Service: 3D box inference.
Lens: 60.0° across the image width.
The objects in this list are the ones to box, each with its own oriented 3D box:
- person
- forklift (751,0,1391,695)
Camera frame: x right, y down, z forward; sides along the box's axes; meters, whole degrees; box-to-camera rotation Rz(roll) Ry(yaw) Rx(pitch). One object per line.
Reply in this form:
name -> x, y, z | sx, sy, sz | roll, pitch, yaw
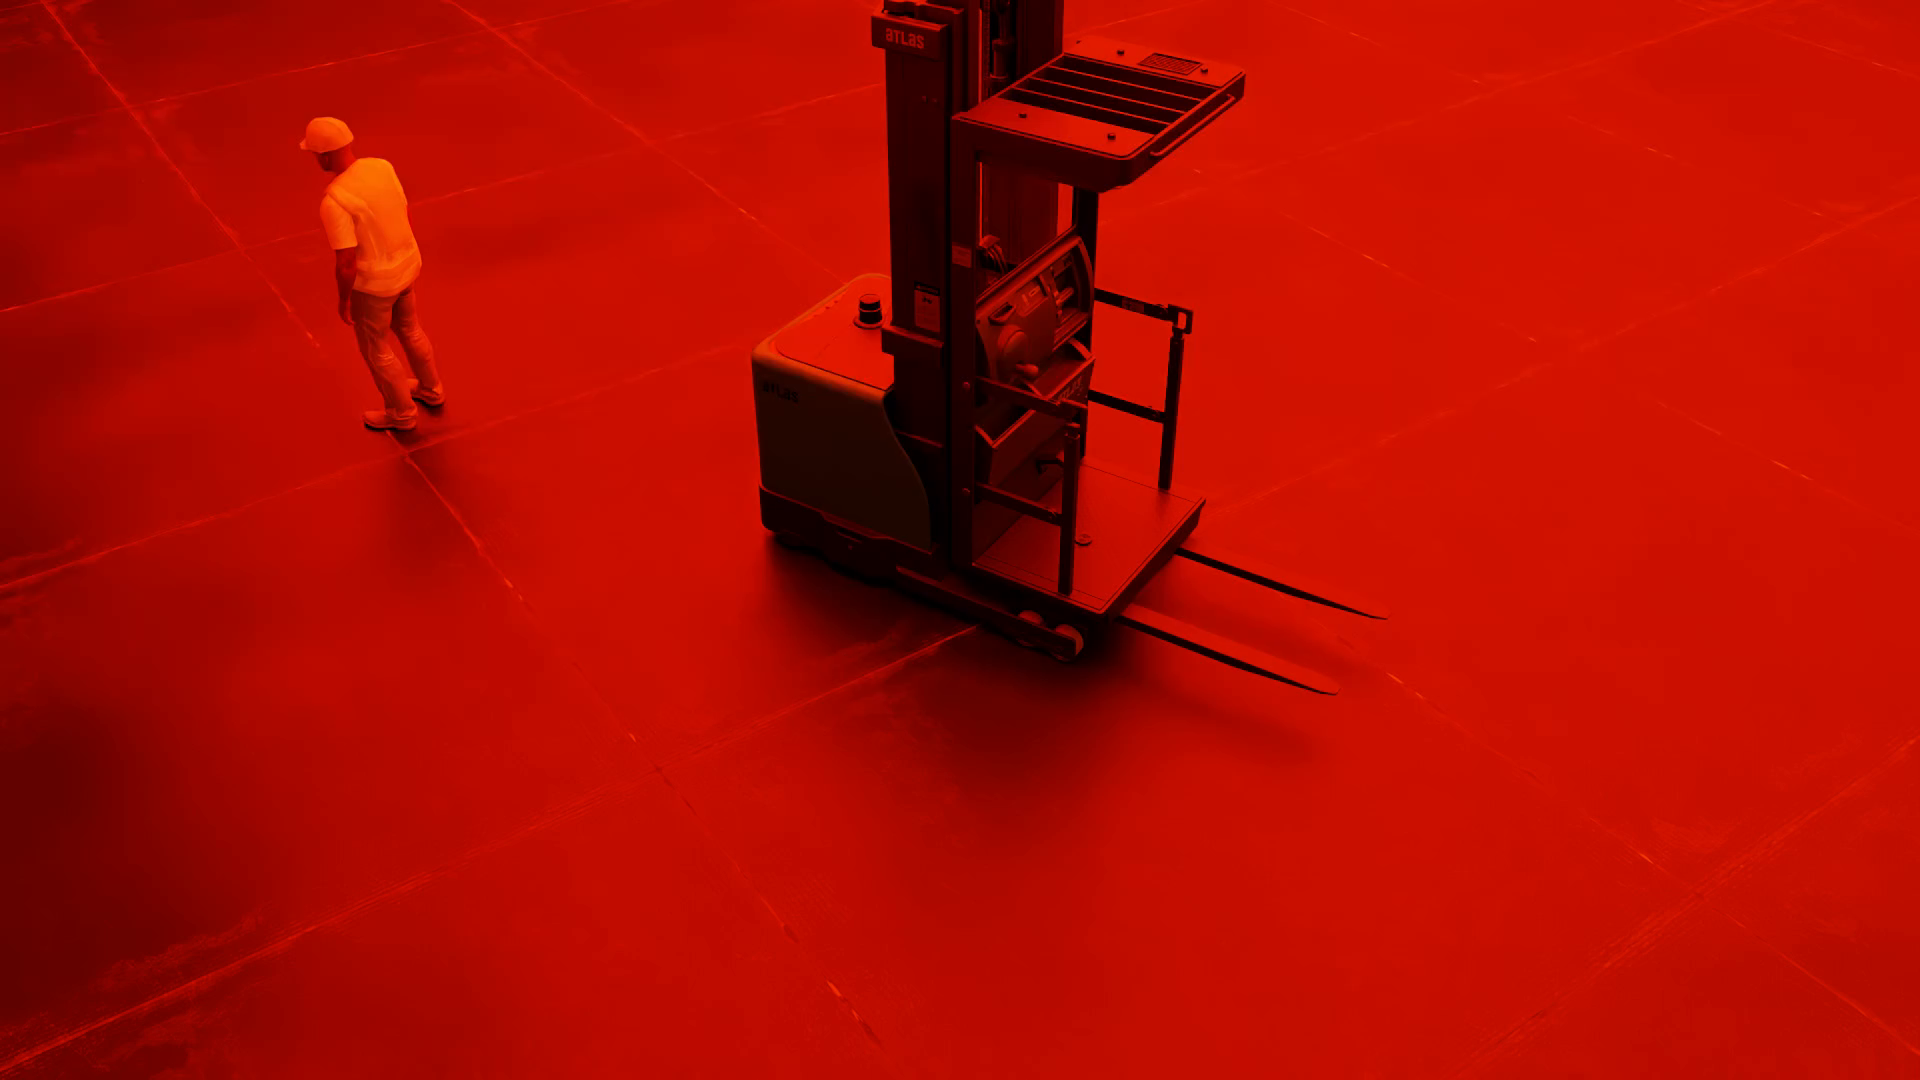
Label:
person -> -3.112, -1.410, 8.841 | 0.461, 1.759, 0.629 | 12, 38, 16
forklift -> 0.514, -0.985, 7.276 | 3.031, 2.935, 1.130 | 21, 41, 26
